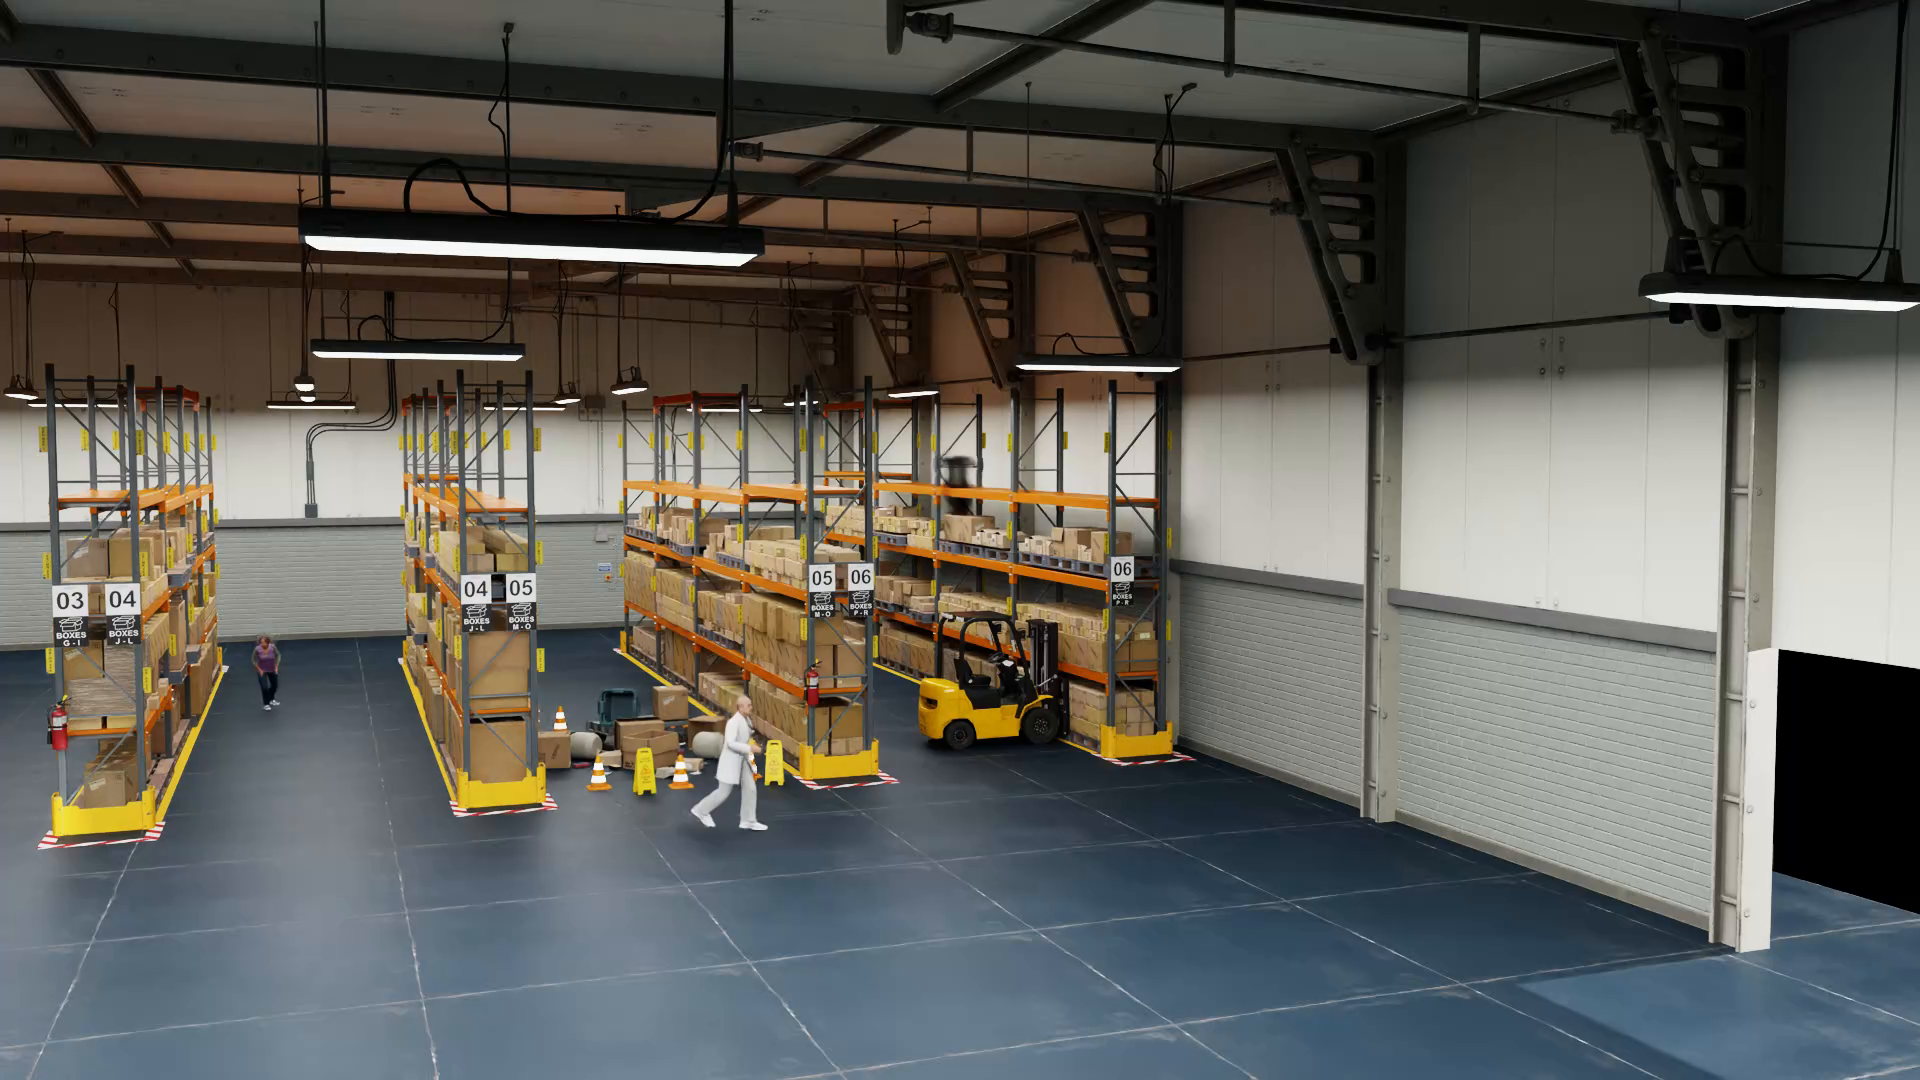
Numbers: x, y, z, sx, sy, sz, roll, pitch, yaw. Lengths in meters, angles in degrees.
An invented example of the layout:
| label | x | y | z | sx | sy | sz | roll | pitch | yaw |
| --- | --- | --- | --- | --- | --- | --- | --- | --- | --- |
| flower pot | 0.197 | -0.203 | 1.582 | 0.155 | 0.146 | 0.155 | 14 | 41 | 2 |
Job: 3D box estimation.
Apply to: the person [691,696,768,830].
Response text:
| label | x | y | z | sx | sy | sz | roll | pitch | yaw |
| --- | --- | --- | --- | --- | --- | --- | --- | --- | --- |
| person | -2.979 | 2.874 | 21.442 | 1.010 | 1.749 | 0.690 | 1 | 3 | 17 |

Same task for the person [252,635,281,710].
| label | x | y | z | sx | sy | sz | roll | pitch | yaw |
| --- | --- | --- | --- | --- | --- | --- | --- | --- | --- |
| person | -12.965 | 2.462 | 31.101 | 0.556 | 1.445 | 0.808 | -2 | 4 | -36 |
